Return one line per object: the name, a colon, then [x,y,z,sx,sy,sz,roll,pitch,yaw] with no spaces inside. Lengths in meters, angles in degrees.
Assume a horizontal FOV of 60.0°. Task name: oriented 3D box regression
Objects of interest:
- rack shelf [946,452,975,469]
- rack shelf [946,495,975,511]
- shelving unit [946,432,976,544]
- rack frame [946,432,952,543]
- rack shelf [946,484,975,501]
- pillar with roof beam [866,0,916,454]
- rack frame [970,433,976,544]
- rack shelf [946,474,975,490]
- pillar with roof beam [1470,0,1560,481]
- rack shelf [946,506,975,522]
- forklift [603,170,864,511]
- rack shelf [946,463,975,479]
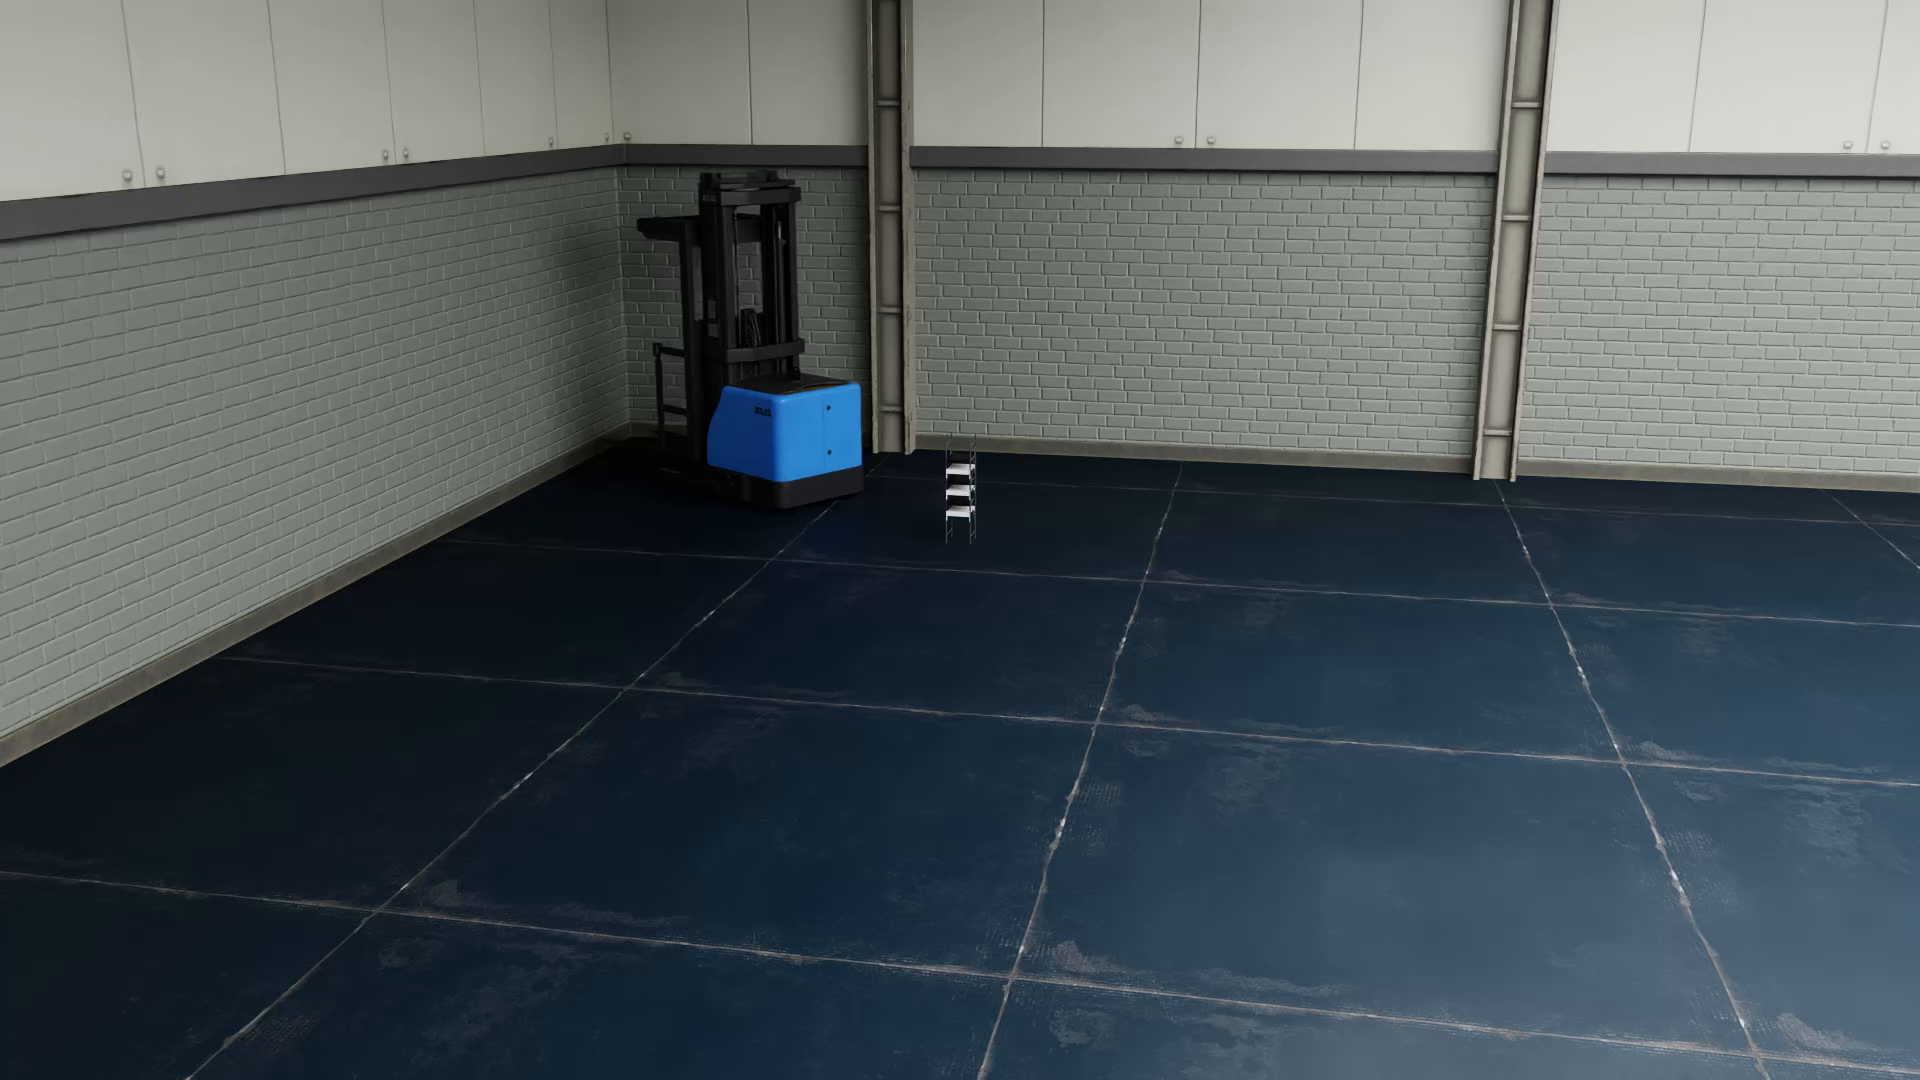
rack shelf: [0.008,-0.661,13.807,0.200,0.077,0.258,3,16,11]
rack shelf: [0.008,-0.314,13.903,0.200,0.077,0.258,3,16,11]
shelving unit: [0.008,-0.433,13.870,0.210,0.900,0.258,3,16,11]
rack frame: [-0.092,-0.439,13.890,0.006,0.900,0.240,3,16,11]
rack shelf: [0.008,-0.401,13.879,0.200,0.077,0.258,3,16,11]
pillar with roof beam: [-1.544,-4.145,12.098,0.400,9.000,9.100,3,16,11]
rack frame: [0.108,-0.428,13.851,0.006,0.900,0.240,3,16,11]
rack shelf: [0.008,-0.488,13.855,0.200,0.077,0.258,3,16,11]
pillar with roof beam: [4.336,-3.826,10.946,0.400,9.000,9.100,3,16,11]
rack shelf: [0.008,-0.228,13.927,0.200,0.077,0.258,3,16,11]
forklift: [-2.294,-1.991,15.688,3.031,2.935,1.130,15,21,42]
rack shelf: [0.008,-0.575,13.831,0.200,0.077,0.258,3,16,11]
